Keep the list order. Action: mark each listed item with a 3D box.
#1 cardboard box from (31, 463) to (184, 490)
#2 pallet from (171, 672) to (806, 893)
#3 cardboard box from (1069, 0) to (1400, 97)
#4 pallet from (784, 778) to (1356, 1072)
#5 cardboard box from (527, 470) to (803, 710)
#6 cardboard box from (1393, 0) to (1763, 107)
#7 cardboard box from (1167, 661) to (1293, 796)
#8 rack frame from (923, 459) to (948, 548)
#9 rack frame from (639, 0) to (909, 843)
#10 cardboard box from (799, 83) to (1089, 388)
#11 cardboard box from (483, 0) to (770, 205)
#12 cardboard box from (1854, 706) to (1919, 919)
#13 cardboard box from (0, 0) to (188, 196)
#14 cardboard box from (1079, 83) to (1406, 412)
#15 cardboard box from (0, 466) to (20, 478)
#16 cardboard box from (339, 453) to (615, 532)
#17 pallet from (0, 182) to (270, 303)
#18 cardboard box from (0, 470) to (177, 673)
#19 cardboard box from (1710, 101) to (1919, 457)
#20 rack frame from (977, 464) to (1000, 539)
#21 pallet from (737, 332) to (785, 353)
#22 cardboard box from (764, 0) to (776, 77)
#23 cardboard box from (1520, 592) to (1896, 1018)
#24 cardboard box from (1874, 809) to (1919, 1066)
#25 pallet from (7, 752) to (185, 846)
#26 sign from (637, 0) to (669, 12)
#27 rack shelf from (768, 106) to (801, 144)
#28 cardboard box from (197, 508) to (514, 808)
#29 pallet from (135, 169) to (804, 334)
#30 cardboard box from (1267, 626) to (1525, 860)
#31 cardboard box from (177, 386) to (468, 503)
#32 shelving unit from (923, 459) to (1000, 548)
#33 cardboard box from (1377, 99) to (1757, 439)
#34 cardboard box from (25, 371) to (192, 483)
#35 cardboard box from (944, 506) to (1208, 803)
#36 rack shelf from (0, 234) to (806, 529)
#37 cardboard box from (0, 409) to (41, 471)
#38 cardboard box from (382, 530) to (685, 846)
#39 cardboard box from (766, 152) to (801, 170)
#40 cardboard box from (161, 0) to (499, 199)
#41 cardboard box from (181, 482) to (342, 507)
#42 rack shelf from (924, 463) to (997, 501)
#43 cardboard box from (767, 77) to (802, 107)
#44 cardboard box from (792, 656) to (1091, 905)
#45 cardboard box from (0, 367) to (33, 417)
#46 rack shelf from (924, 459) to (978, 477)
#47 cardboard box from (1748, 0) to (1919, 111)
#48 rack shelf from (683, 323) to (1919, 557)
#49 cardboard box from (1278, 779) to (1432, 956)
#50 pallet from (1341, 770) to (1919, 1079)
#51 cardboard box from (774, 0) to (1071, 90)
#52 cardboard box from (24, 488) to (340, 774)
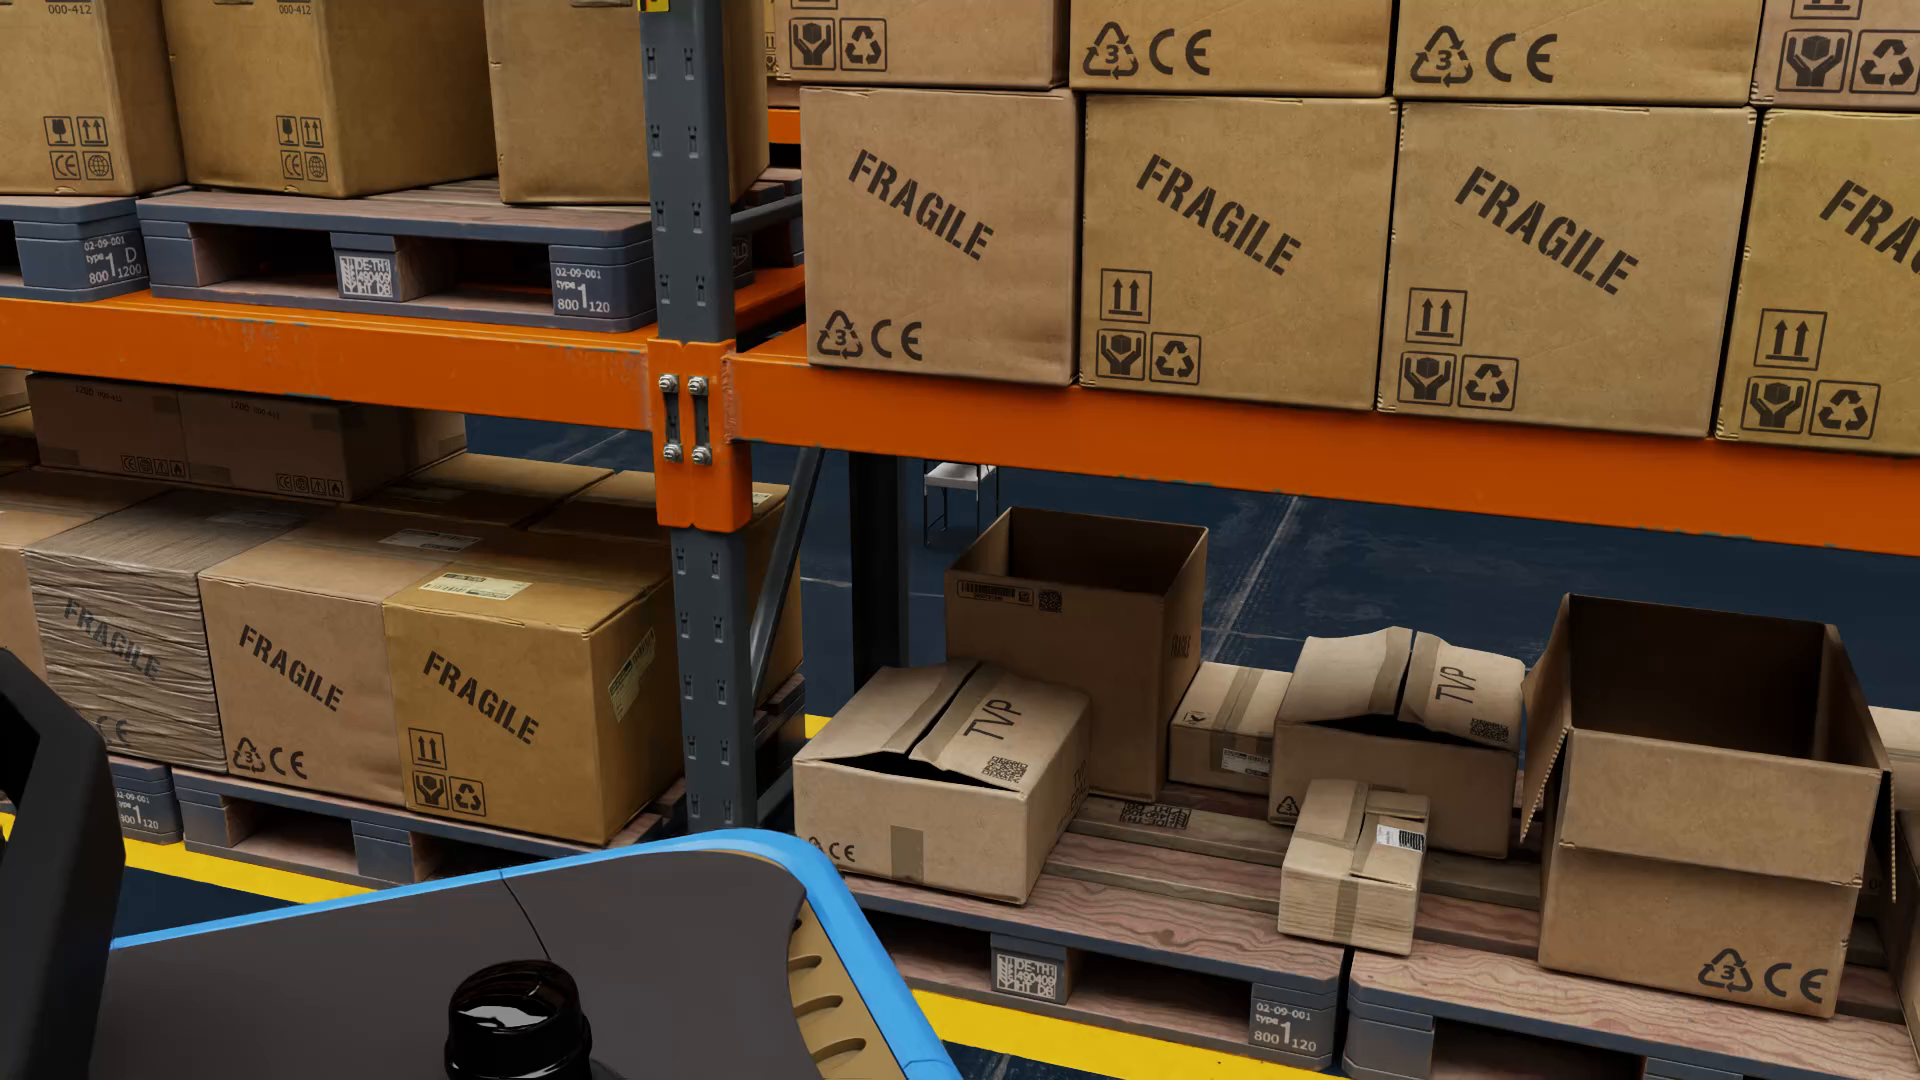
[{"bbox_3d":[-2.183,-0.015,4.692,0.500,0.500,0.500,6,20,16],"label":"cardboard box"},{"bbox_3d":[-1.132,0.546,4.189,1.213,0.211,1.003,7,20,18],"label":"pallet"},{"bbox_3d":[0.489,-1.020,2.774,0.500,0.500,0.500,6,20,16],"label":"cardboard box"},{"bbox_3d":[0.297,0.697,3.757,1.213,0.211,1.003,7,20,18],"label":"pallet"},{"bbox_3d":[-0.729,0.150,4.218,0.500,0.500,0.500,6,20,16],"label":"cardboard box"},{"bbox_3d":[0.974,-0.964,2.615,0.500,0.500,0.500,6,20,16],"label":"cardboard box"},{"bbox_3d":[0.654,0.439,3.922,0.250,0.149,0.380,7,20,18],"label":"cardboard box"},{"bbox_3d":[-0.088,-0.435,5.957,0.006,0.900,0.240,7,20,18],"label":"rack frame"},{"bbox_3d":[-0.352,-0.695,3.512,0.127,3.000,1.000,7,20,18],"label":"rack frame"},{"bbox_3d":[0.040,-0.602,3.094,0.500,0.500,0.500,7,20,19],"label":"cardboard box"},{"bbox_3d":[-0.726,-1.061,3.773,0.500,0.500,0.700,0,19,0],"label":"cardboard box"},{"bbox_3d":[2.062,0.573,3.384,0.500,0.250,0.500,7,20,18],"label":"cardboard box"},{"bbox_3d":[-2.041,-1.112,3.919,0.500,0.500,0.700,1,19,4],"label":"cardboard box"},{"bbox_3d":[0.525,-0.548,2.939,0.500,0.500,0.500,7,20,19],"label":"cardboard box"},{"bbox_3d":[-2.825,0.094,4.377,0.500,0.500,0.500,6,20,17],"label":"cardboard box"},{"bbox_3d":[-1.236,0.096,4.373,0.500,0.500,0.500,7,20,19],"label":"cardboard box"},{"bbox_3d":[-2.292,-0.827,4.184,1.213,0.211,1.003,7,20,18],"label":"pallet"},{"bbox_3d":[-2.331,0.149,4.220,0.500,0.500,0.500,6,20,16],"label":"cardboard box"},{"bbox_3d":[1.478,-0.439,2.625,0.500,0.500,0.500,6,20,17],"label":"cardboard box"},{"bbox_3d":[0.104,-0.413,5.894,0.006,0.900,0.240,7,20,18],"label":"rack frame"},{"bbox_3d":[-0.639,-1.110,8.939,1.213,0.211,1.003,7,20,18],"label":"pallet"},{"bbox_3d":[-0.679,-2.565,8.244,0.500,0.500,0.500,7,20,20],"label":"cardboard box"},{"bbox_3d":[1.425,0.478,3.273,0.637,0.503,0.797,7,20,18],"label":"cardboard box"},{"bbox_3d":[1.945,0.734,2.922,0.500,0.250,0.500,7,20,18],"label":"cardboard box"},{"bbox_3d":[-2.289,0.415,4.566,1.213,0.211,1.003,7,20,18],"label":"pallet"},{"bbox_3d":[-0.530,-1.068,2.825,0.005,0.325,0.100,7,20,18],"label":"sign"},{"bbox_3d":[-0.619,-2.112,8.670,4.000,0.370,1.077,7,20,18],"label":"rack shelf"},{"bbox_3d":[-1.376,0.258,3.909,0.500,0.500,0.500,7,20,18],"label":"cardboard box"},{"bbox_3d":[-1.071,-0.724,3.888,1.213,0.211,1.003,7,20,18],"label":"pallet"},{"bbox_3d":[0.988,0.422,3.726,0.500,0.311,0.500,7,20,18],"label":"cardboard box"},{"bbox_3d":[-1.673,-0.312,4.405,0.500,0.250,0.500,7,20,18],"label":"cardboard box"},{"bbox_3d":[0.008,-0.424,5.926,0.210,0.900,0.258,7,20,18],"label":"shelving unit"},{"bbox_3d":[0.997,-0.493,2.782,0.500,0.500,0.500,6,20,18],"label":"cardboard box"},{"bbox_3d":[-2.147,-0.366,4.560,0.500,0.250,0.500,6,20,17],"label":"cardboard box"},{"bbox_3d":[0.280,0.251,3.927,0.500,0.500,0.500,7,20,18],"label":"cardboard box"},{"bbox_3d":[-2.241,-0.571,4.250,4.000,0.370,1.077,7,20,18],"label":"rack shelf"},{"bbox_3d":[-2.681,-0.070,4.849,0.500,0.500,0.500,6,20,16],"label":"cardboard box"},{"bbox_3d":[-0.912,0.314,3.748,0.500,0.500,0.500,6,20,18],"label":"cardboard box"},{"bbox_3d":[-1.031,-1.634,8.834,0.750,0.750,0.750,6,20,18],"label":"cardboard box"},{"bbox_3d":[-1.396,-1.115,3.929,0.500,0.500,0.700,10,22,27],"label":"cardboard box"},{"bbox_3d":[-1.706,0.039,4.535,0.500,0.500,0.500,7,20,19],"label":"cardboard box"},{"bbox_3d":[0.008,-0.223,5.996,0.200,0.077,0.258,7,20,18],"label":"rack shelf"},{"bbox_3d":[-0.820,-2.288,8.435,0.250,0.149,0.380,7,20,18],"label":"cardboard box"},{"bbox_3d":[-0.026,0.480,3.559,0.500,0.311,0.500,7,20,18],"label":"cardboard box"},{"bbox_3d":[-3.115,-0.475,4.873,0.500,0.250,0.500,7,21,20],"label":"cardboard box"},{"bbox_3d":[0.008,-0.308,5.966,0.200,0.077,0.258,7,20,18],"label":"rack shelf"},{"bbox_3d":[1.462,-0.909,2.455,0.500,0.500,0.500,7,20,20],"label":"cardboard box"},{"bbox_3d":[1.538,-0.139,3.010,4.000,0.370,1.077,7,20,18],"label":"rack shelf"},{"bbox_3d":[0.794,0.638,3.324,0.250,0.166,0.380,7,20,18],"label":"cardboard box"},{"bbox_3d":[1.453,0.828,3.381,1.213,0.211,1.003,7,20,18],"label":"pallet"},{"bbox_3d":[0.001,-1.076,2.934,0.500,0.500,0.500,7,20,19],"label":"cardboard box"},{"bbox_3d":[-1.850,0.203,4.065,0.500,0.500,0.500,7,20,19],"label":"cardboard box"}]
